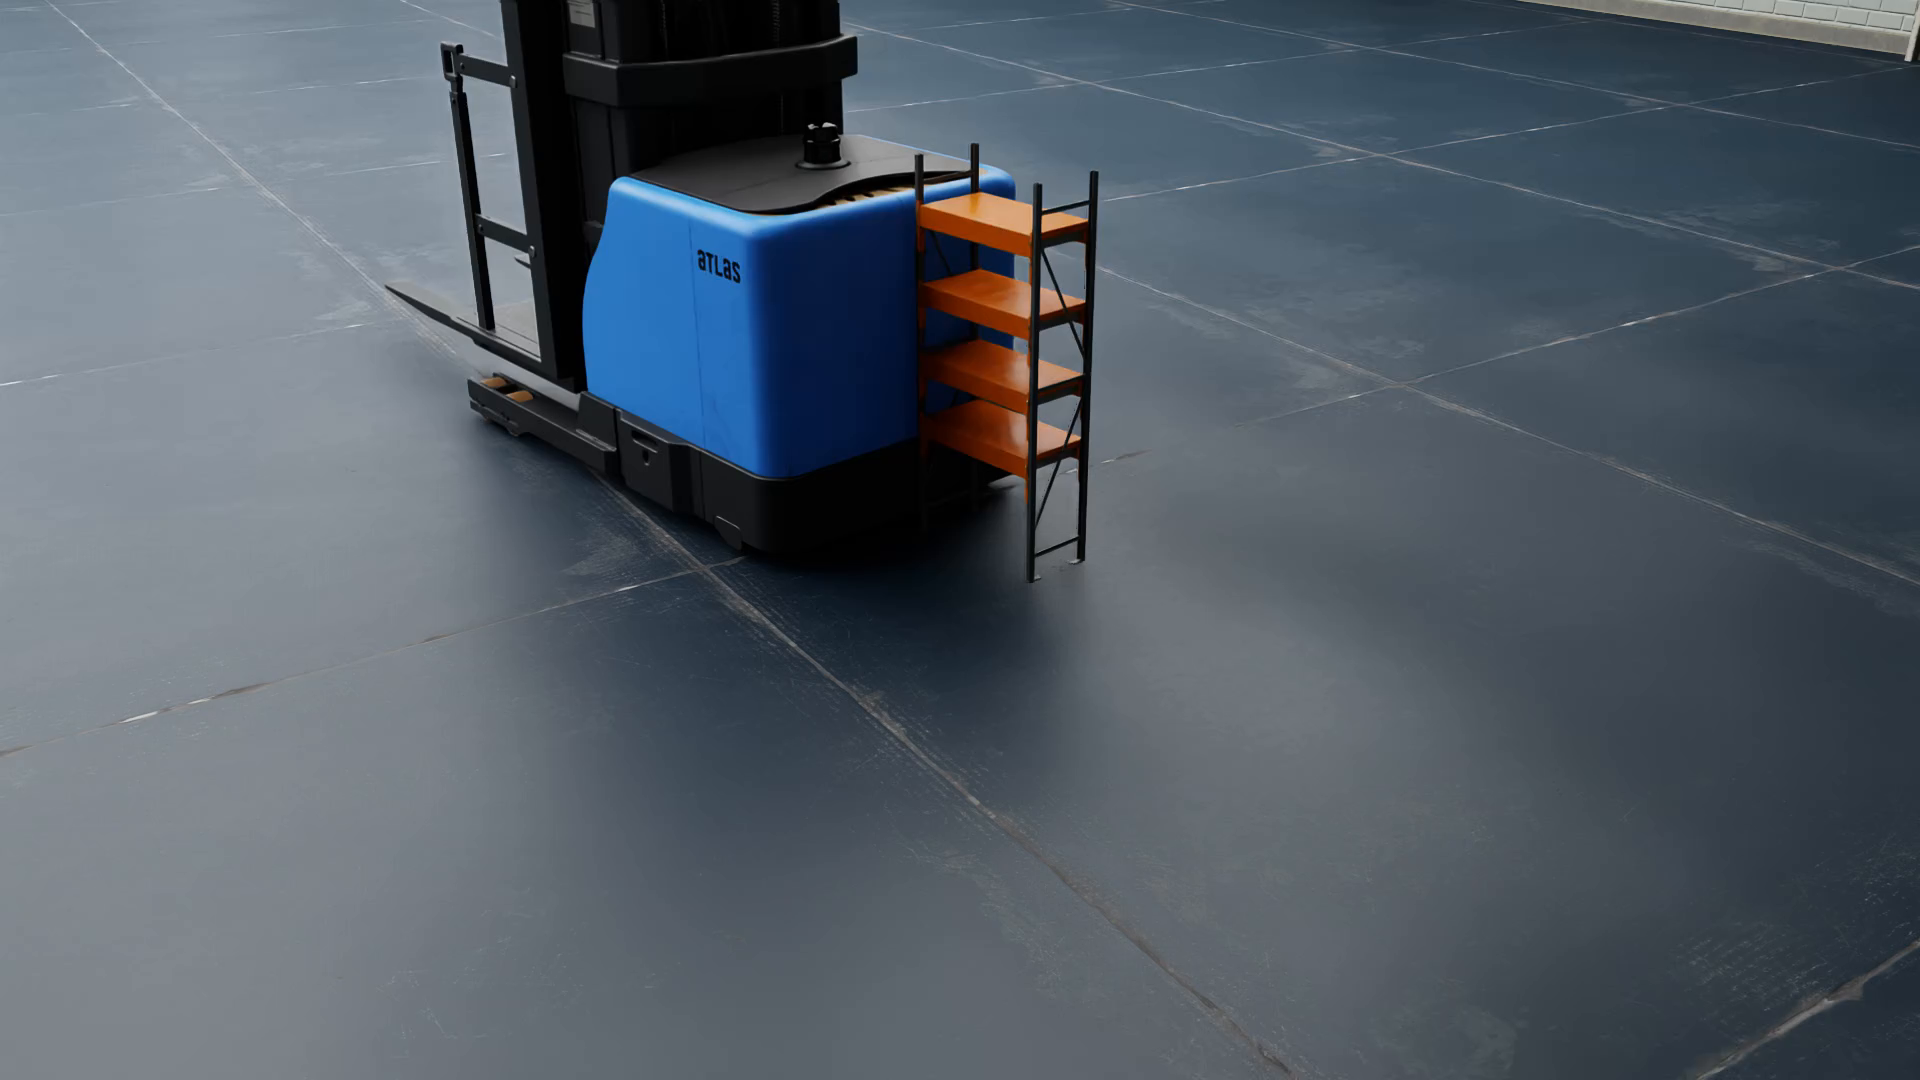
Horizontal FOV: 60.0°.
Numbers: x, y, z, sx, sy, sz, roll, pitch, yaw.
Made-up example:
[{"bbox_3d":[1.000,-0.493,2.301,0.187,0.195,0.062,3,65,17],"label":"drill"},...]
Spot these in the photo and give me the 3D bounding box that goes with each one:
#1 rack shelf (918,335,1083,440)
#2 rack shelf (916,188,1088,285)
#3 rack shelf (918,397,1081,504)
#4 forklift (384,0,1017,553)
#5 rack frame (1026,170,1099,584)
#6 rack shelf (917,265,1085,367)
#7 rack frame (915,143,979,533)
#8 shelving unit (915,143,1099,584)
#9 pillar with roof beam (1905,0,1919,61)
[{"bbox_3d":[0.127,-0.463,4.984,0.258,0.148,0.480,-21,33,-37],"label":"rack shelf"},{"bbox_3d":[0.127,-0.879,4.787,0.258,0.148,0.480,-21,33,-37],"label":"rack shelf"},{"bbox_3d":[0.127,-0.284,5.068,0.258,0.148,0.480,-21,33,-37],"label":"rack shelf"},{"bbox_3d":[-1.172,-1.830,5.693,1.130,2.935,3.031,-21,33,-37],"label":"forklift"},{"bbox_3d":[0.290,-0.447,4.791,0.240,1.200,0.015,-21,33,-37],"label":"rack frame"},{"bbox_3d":[0.127,-0.666,4.888,0.258,0.148,0.480,-21,33,-37],"label":"rack shelf"},{"bbox_3d":[-0.037,-0.601,5.118,0.240,1.200,0.015,-21,33,-37],"label":"rack frame"},{"bbox_3d":[0.127,-0.524,4.955,0.258,1.200,0.503,-21,33,-37],"label":"shelving unit"},{"bbox_3d":[4.293,-6.924,9.377,9.100,9.000,0.400,-16,29,-30],"label":"pillar with roof beam"}]
